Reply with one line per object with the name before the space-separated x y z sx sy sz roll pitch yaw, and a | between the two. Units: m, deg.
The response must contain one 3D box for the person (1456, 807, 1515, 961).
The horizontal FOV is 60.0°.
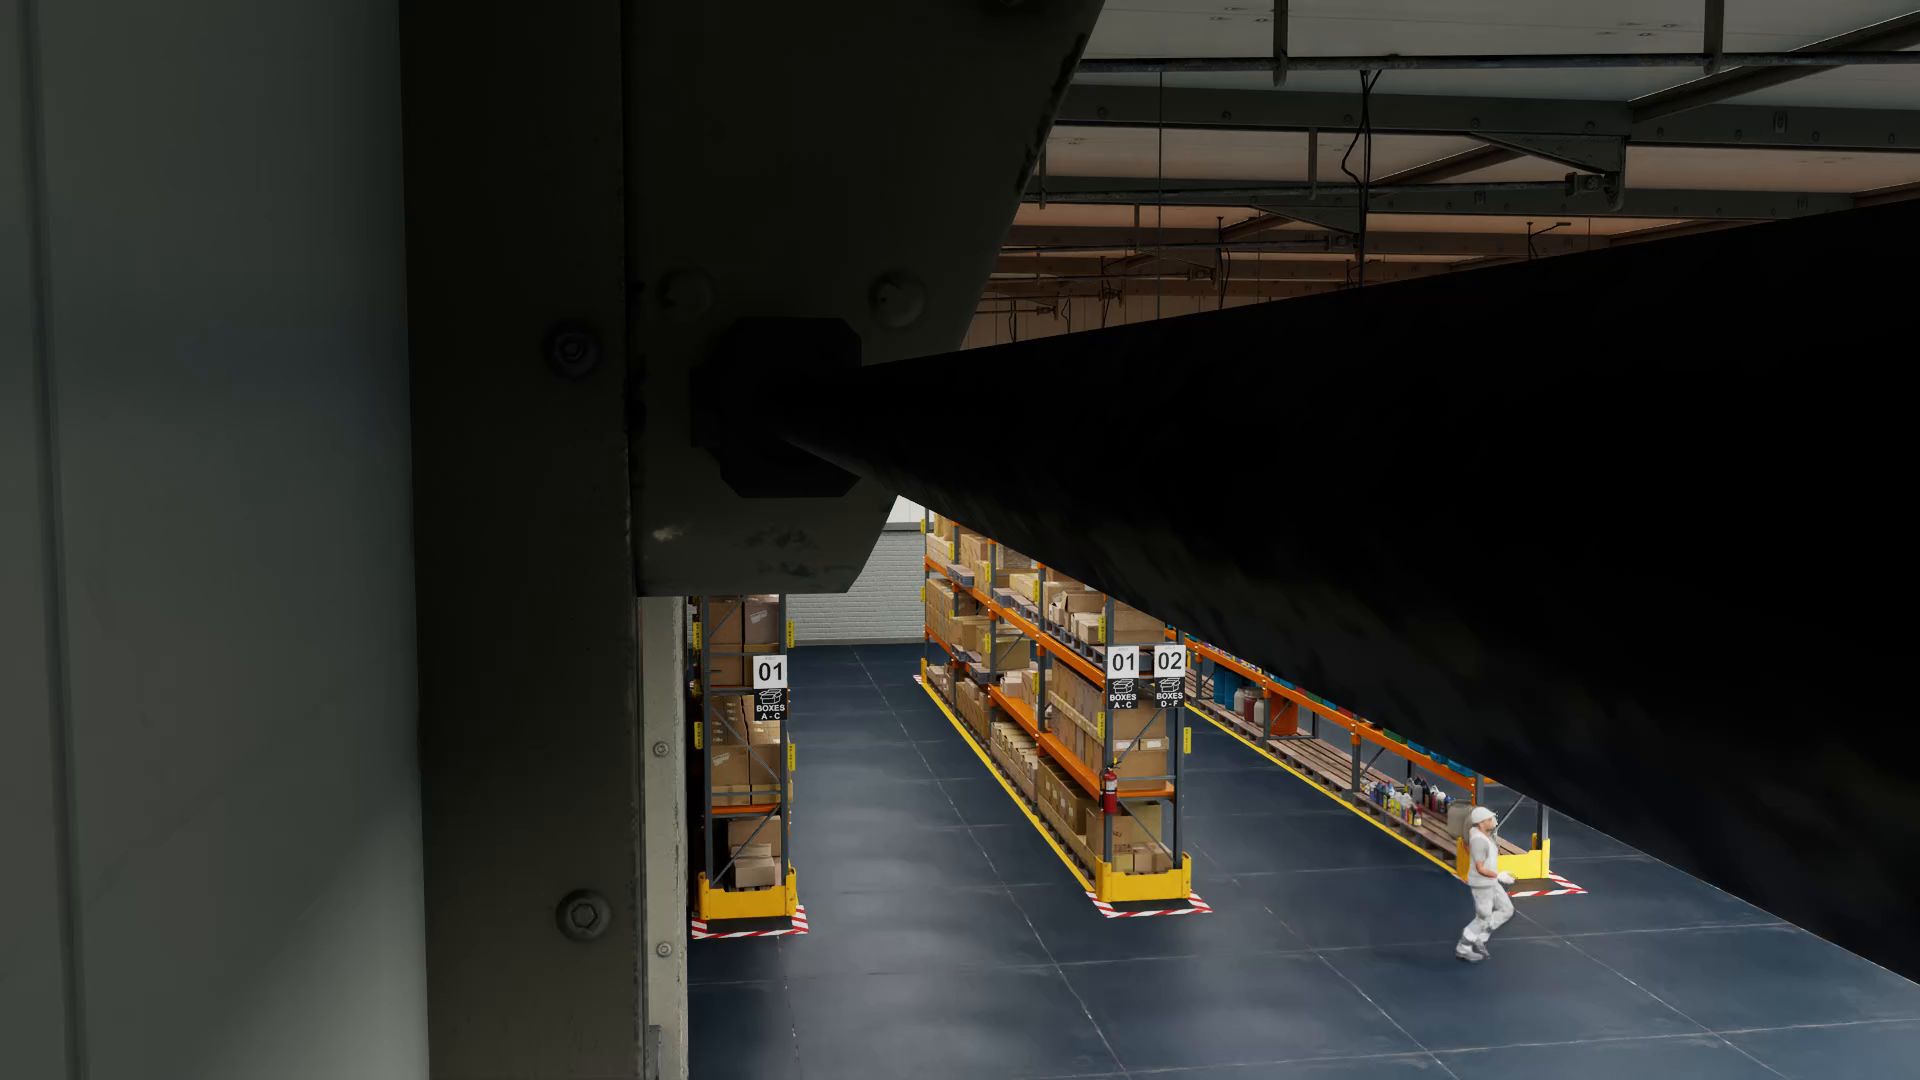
person | 5.864 3.821 18.516 0.617 1.738 0.673 2 5 21
